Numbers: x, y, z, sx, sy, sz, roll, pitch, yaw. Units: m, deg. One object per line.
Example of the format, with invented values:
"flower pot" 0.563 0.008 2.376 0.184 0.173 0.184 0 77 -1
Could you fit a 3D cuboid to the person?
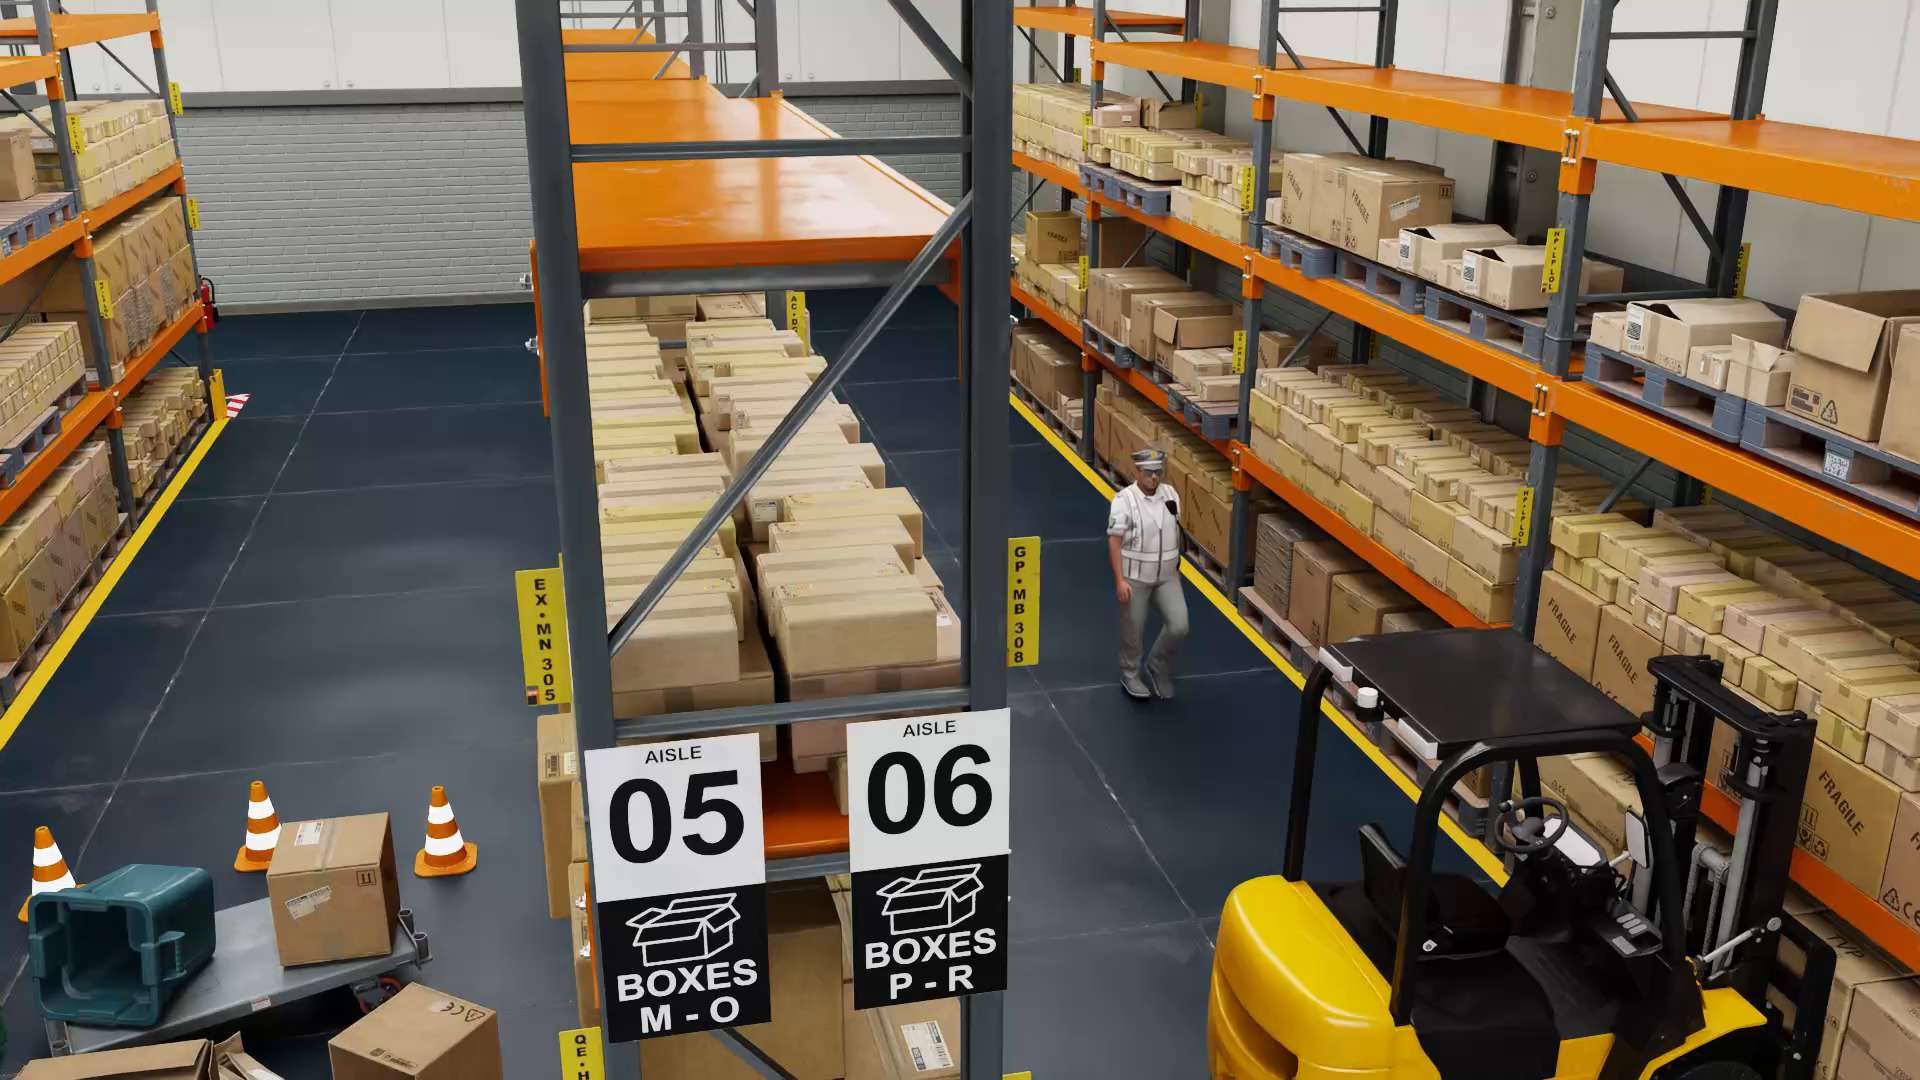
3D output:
"person" 1.287 0.265 11.280 0.573 1.827 0.475 -7 21 -19
